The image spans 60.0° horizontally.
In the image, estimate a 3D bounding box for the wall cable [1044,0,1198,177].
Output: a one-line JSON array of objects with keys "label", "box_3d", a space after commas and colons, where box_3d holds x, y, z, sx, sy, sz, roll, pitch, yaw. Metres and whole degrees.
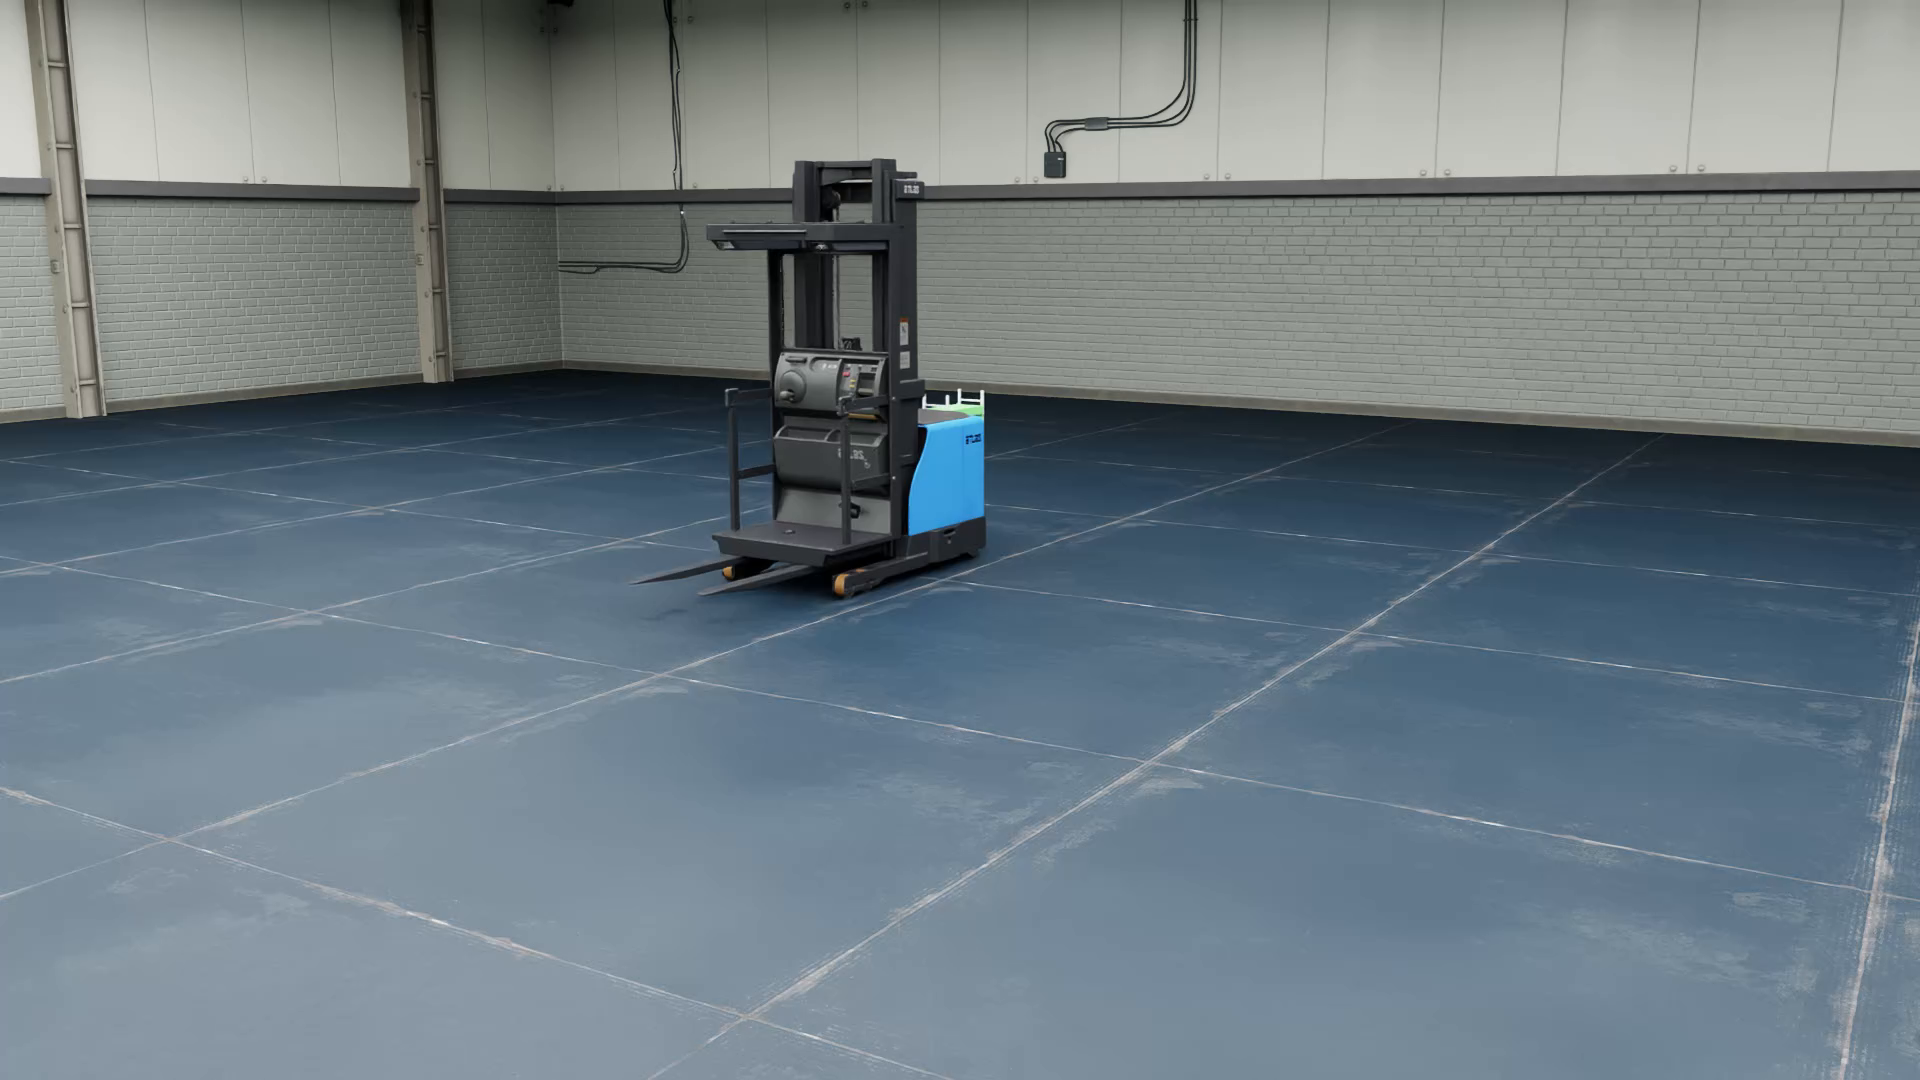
[{"label": "wall cable", "box_3d": [2.222, -8.117, 23.029, 2.305, 6.003, 0.169, 6, 12, 31]}]

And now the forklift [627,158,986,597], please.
[{"label": "forklift", "box_3d": [-1.035, -1.148, 11.536, 1.130, 2.935, 3.031, 7, 13, 33]}]

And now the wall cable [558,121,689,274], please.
[{"label": "wall cable", "box_3d": [-5.884, -5.829, 28.486, 3.097, 2.526, 0.112, 6, 12, 31]}]

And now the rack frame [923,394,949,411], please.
[{"label": "rack frame", "box_3d": [-0.188, -0.533, 12.956, 0.240, 1.200, 0.015, 7, 13, 33]}]

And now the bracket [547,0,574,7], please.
[{"label": "bracket", "box_3d": [-6.794, -9.191, 28.227, 0.235, 0.232, 0.430, 6, 12, 31]}]

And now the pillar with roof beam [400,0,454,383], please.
[{"label": "pillar with roof beam", "box_3d": [-4.864, -6.607, 24.203, 9.100, 9.000, 0.548, 6, 12, 31]}]

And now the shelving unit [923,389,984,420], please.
[{"label": "shelving unit", "box_3d": [-0.051, -0.570, 13.155, 0.258, 1.200, 0.503, 7, 13, 33]}]

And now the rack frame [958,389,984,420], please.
[{"label": "rack frame", "box_3d": [0.085, -0.608, 13.354, 0.240, 1.200, 0.015, 7, 13, 33]}]

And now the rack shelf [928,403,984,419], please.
[{"label": "rack shelf", "box_3d": [-0.051, -0.979, 13.078, 0.258, 0.148, 0.480, 7, 13, 33]}]

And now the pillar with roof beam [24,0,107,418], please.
[{"label": "pillar with roof beam", "box_3d": [-7.979, -5.663, 19.163, 9.100, 9.000, 0.400, 6, 12, 31]}]

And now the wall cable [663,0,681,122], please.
[{"label": "wall cable", "box_3d": [-3.571, -8.053, 26.641, 3.097, 2.526, 0.112, 6, 12, 31]}]
